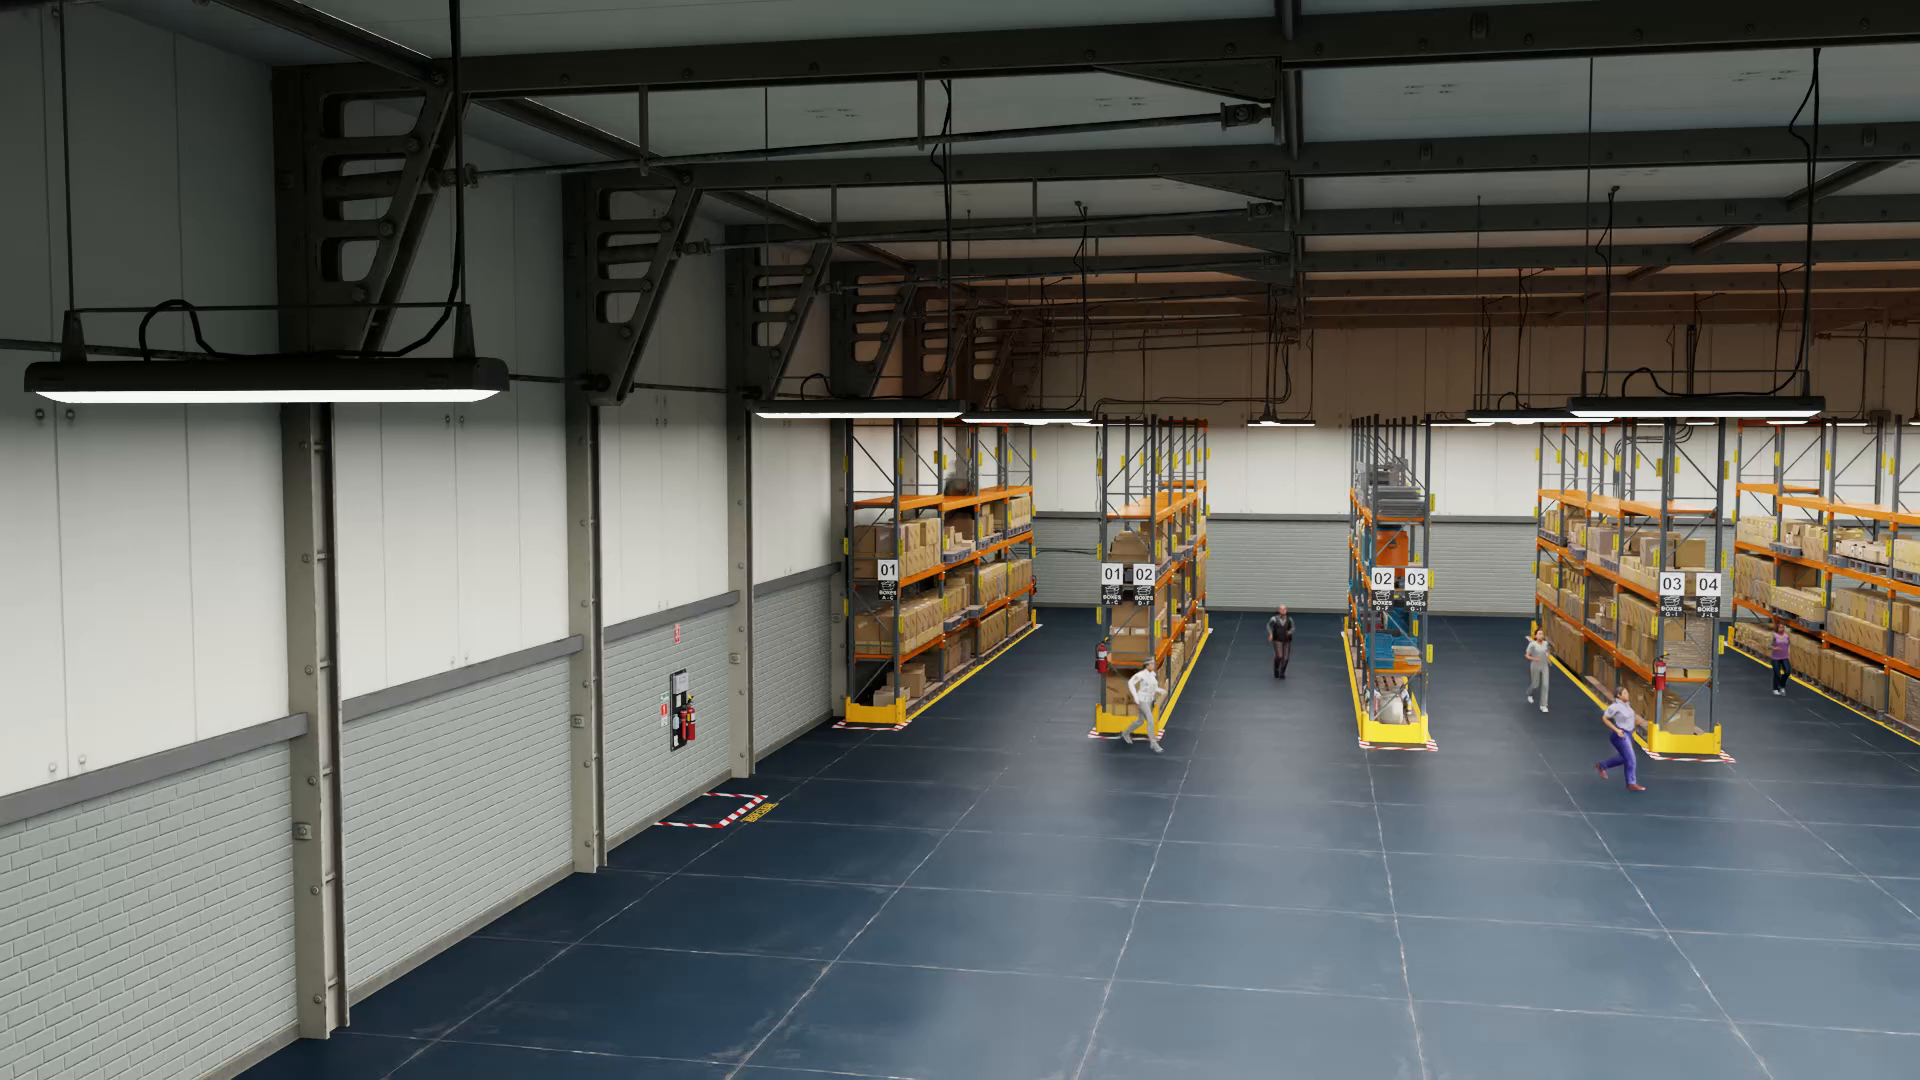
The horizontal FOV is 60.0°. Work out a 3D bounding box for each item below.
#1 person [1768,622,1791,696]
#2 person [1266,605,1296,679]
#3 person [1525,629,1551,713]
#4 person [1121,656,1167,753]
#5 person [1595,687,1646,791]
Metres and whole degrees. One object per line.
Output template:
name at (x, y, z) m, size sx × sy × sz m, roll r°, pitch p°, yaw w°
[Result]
person at (17.556, 2.558, 35.557) m, size 0.519 × 1.582 × 0.615 m, roll 1°, pitch 4°, yaw 10°
person at (7.355, 2.334, 37.980) m, size 0.634 × 1.692 × 0.663 m, roll 0°, pitch 4°, yaw -2°
person at (11.787, 2.628, 33.856) m, size 0.568 × 1.663 × 0.935 m, roll 0°, pitch 4°, yaw -2°
person at (3.277, 2.905, 29.719) m, size 0.934 × 1.702 × 0.548 m, roll 3°, pitch 5°, yaw 36°
person at (10.526, 3.148, 26.509) m, size 0.862 × 1.605 × 0.619 m, roll 4°, pitch 5°, yaw 43°
